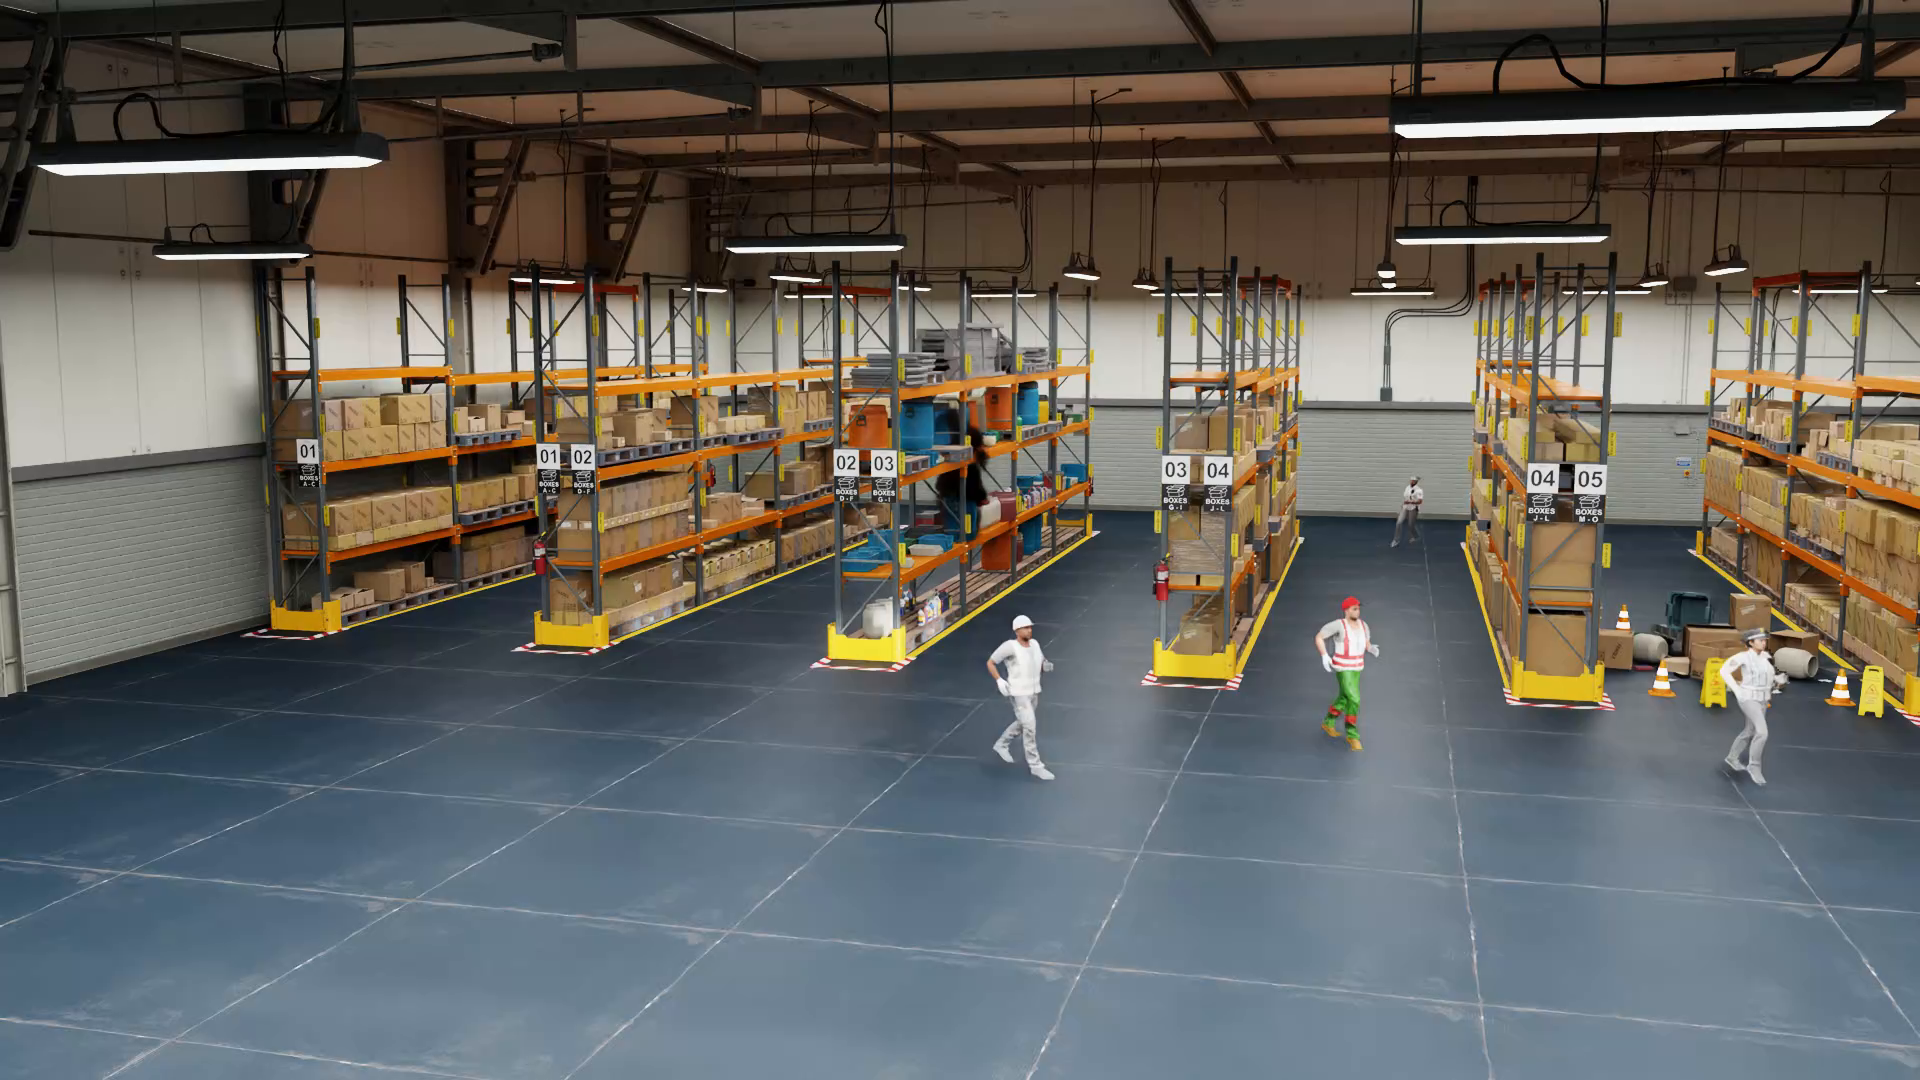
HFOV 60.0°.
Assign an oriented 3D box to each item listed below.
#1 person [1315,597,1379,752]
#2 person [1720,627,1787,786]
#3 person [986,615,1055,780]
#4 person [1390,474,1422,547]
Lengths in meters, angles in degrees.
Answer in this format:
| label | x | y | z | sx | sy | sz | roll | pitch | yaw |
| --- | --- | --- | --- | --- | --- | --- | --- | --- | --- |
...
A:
| label | x | y | z | sx | sy | sz | roll | pitch | yaw |
| --- | --- | --- | --- | --- | --- | --- | --- | --- | --- |
| person | 4.672 | 1.587 | 20.046 | 0.638 | 1.841 | 0.809 | -5 | 9 | -35 |
| person | 8.833 | 1.829 | 18.497 | 0.590 | 1.733 | 0.694 | -4 | 8 | -27 |
| person | 0.716 | 1.729 | 18.669 | 0.981 | 1.781 | 0.681 | 6 | 10 | 40 |
| person | 10.401 | -0.682 | 38.338 | 0.888 | 1.665 | 0.603 | -6 | 9 | -38 |
